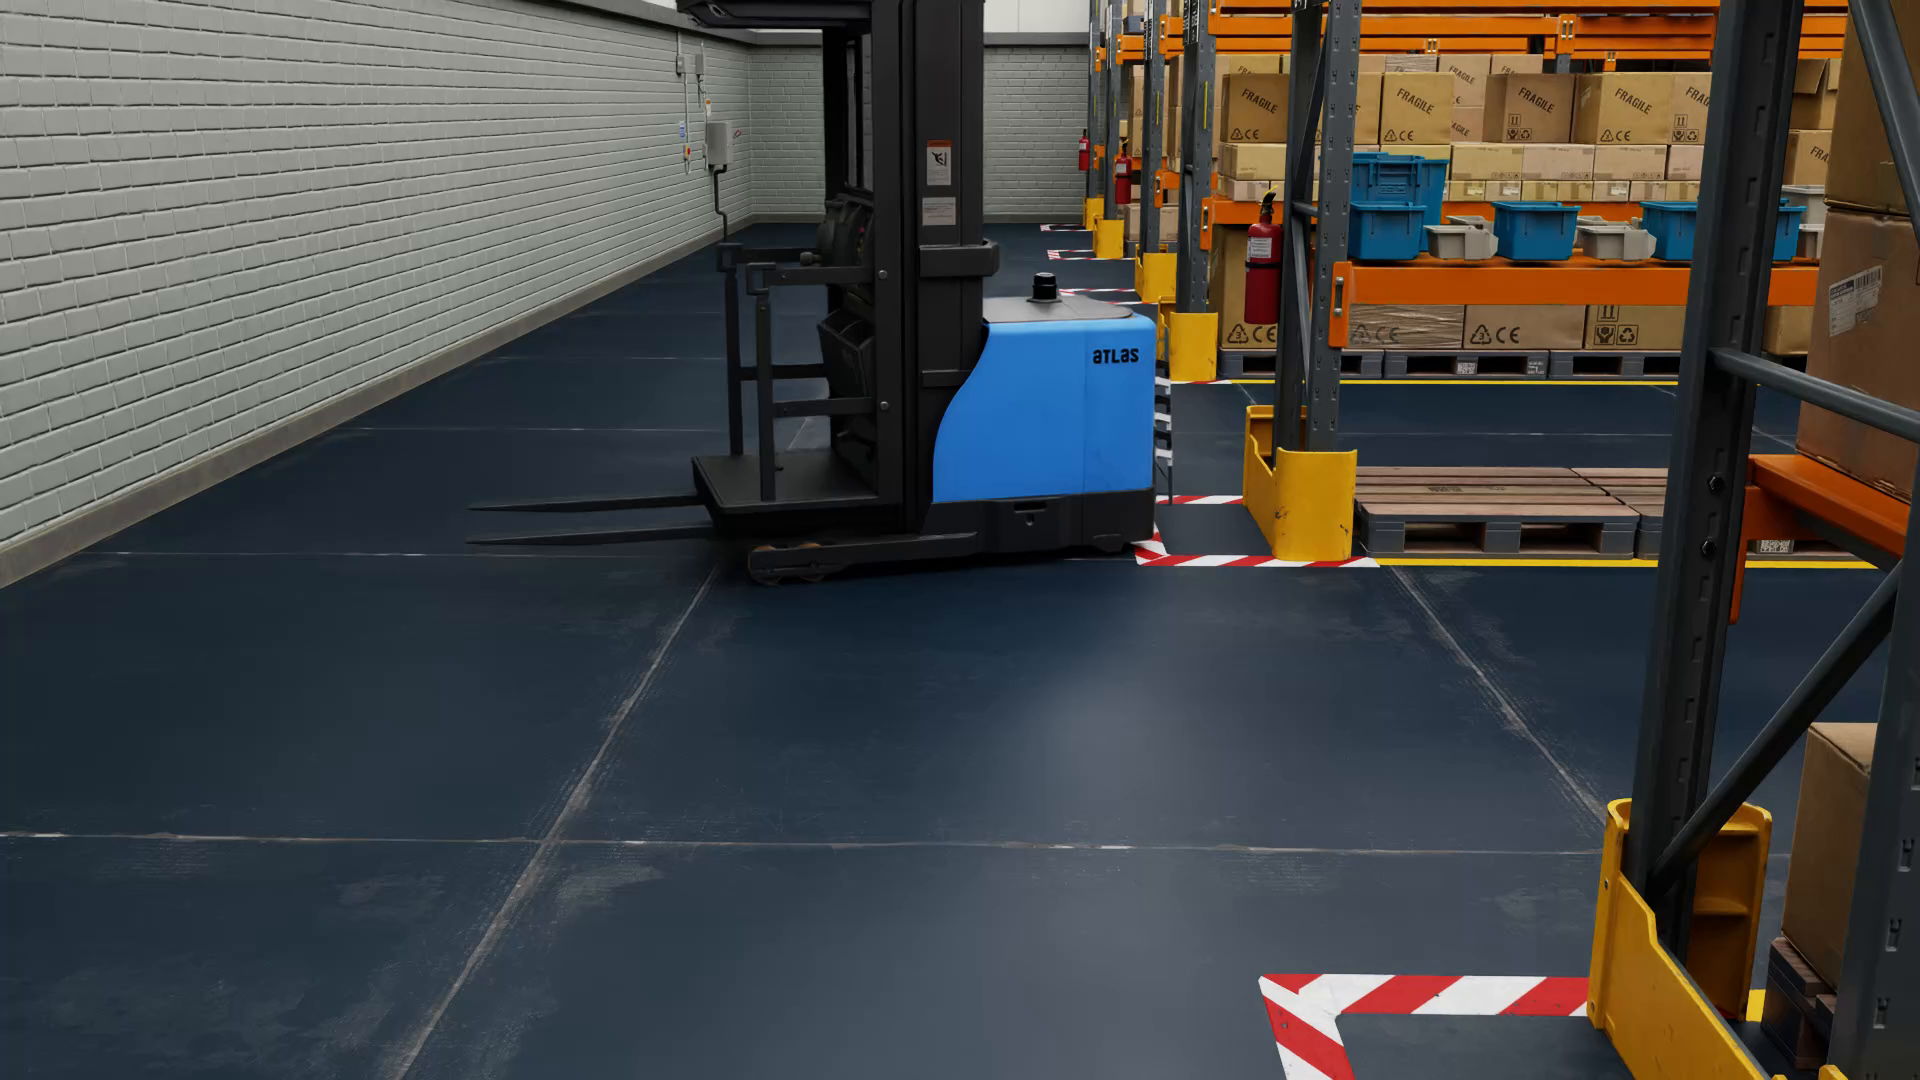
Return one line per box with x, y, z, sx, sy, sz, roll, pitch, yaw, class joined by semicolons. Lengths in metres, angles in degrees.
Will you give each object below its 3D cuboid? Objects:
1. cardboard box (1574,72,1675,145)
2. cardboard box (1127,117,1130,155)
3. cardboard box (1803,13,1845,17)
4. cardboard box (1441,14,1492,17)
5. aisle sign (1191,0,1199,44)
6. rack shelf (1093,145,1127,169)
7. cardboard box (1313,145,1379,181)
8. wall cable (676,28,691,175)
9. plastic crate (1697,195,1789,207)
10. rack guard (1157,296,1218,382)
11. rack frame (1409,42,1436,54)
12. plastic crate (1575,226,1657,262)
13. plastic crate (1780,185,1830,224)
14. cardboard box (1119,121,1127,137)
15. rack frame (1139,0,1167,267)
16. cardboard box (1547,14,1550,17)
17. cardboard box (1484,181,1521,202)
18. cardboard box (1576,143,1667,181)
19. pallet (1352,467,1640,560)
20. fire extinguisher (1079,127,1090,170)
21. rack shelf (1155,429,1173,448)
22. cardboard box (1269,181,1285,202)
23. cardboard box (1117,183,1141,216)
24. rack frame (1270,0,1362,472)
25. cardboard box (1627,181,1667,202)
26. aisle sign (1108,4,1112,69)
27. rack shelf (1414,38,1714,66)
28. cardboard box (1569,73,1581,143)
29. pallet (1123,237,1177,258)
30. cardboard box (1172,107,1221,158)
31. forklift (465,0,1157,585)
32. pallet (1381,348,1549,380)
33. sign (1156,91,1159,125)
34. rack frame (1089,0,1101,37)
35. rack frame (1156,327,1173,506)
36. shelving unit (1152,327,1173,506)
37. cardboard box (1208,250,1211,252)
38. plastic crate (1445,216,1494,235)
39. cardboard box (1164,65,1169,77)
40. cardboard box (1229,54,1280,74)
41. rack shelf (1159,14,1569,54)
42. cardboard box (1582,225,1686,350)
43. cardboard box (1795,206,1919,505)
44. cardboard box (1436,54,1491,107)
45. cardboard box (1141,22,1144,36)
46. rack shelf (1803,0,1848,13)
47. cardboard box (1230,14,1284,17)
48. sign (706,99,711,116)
4.791;-3.115;12.009;0.500;0.500;0.500;1;15;2;cardboard box
2.502;-5.408;22.264;0.500;0.500;0.500;0;15;2;cardboard box
8.408;-5.422;16.437;0.500;0.500;0.500;0;15;1;cardboard box
4.990;-5.325;16.558;0.500;0.250;0.500;0;15;1;cardboard box
1.680;-3.949;11.834;0.004;0.787;0.394;0;15;1;aisle sign
4.135;-6.201;26.873;4.000;0.370;1.077;0;15;1;rack shelf
2.752;-2.766;12.155;0.500;0.250;0.500;0;15;1;cardboard box
-3.625;-5.833;22.015;0.123;1.953;0.585;0;15;1;wall cable
3.693;-1.505;7.877;0.300;0.233;0.416;0;15;1;plastic crate
1.736;-1.560;12.773;0.348;0.500;1.175;0;15;1;rack guard
6.012;-5.270;21.934;0.127;3.000;1.000;0;15;1;rack frame
2.868;-1.294;7.263;0.298;0.136;0.250;0;15;1;plastic crate
4.110;-1.508;7.790;0.530;0.282;0.437;0;15;1;plastic crate
2.583;-6.561;26.540;0.500;0.250;0.500;0;15;2;cardboard box
1.987;-4.033;17.245;0.127;3.000;1.000;0;15;1;rack frame
9.255;-8.168;25.969;0.250;0.149;0.380;0;15;0;cardboard box
3.906;-2.550;12.116;0.250;0.149;0.380;1;15;2;cardboard box
4.793;-2.752;12.103;0.500;0.250;0.500;1;15;3;cardboard box
2.457;-0.142;7.964;1.213;0.211;1.003;0;15;1;pallet
1.977;-6.227;26.445;0.183;0.674;0.296;0;15;1;fire extinguisher
0.904;-0.497;8.306;0.258;0.077;0.200;-3;-4;30;rack shelf
2.363;-2.559;12.153;0.250;0.149;0.380;0;15;1;cardboard box
2.745;-5.529;26.989;0.637;0.503;0.797;0;15;-1;cardboard box
1.633;-1.505;7.666;0.127;3.000;1.000;0;15;1;rack frame
4.931;-2.543;12.090;0.250;0.149;0.380;0;15;0;cardboard box
1.933;-6.479;21.422;0.004;0.787;0.394;0;15;1;aisle sign
8.011;-6.359;21.593;4.000;0.370;1.077;0;15;1;rack shelf
4.794;-3.250;12.519;0.500;0.500;0.500;0;15;1;cardboard box
2.814;-3.962;22.444;1.213;0.211;1.003;0;15;1;pallet
2.429;-4.152;16.916;0.500;0.500;0.500;1;15;4;cardboard box
-0.687;-1.376;7.309;3.031;2.935;1.130;-4;15;-15;forklift
3.778;-1.426;12.832;1.213;0.211;1.003;0;15;1;pallet
1.974;-4.313;16.610;0.005;0.325;0.100;0;15;1;sign
2.136;-9.462;26.065;0.127;3.000;1.000;0;15;1;rack frame
0.952;-0.616;8.402;0.240;0.900;0.006;-3;-4;30;rack frame
0.901;-0.620;8.314;0.258;0.900;0.210;-3;-4;30;shelving unit
2.503;-3.055;17.138;0.250;0.149;0.380;0;15;-1;cardboard box
2.453;-1.448;7.847;0.243;0.136;0.396;0;15;1;plastic crate
2.624;-6.085;21.595;0.250;0.149;0.380;1;15;3;cardboard box
2.934;-4.636;16.793;0.500;0.500;0.500;1;15;3;cardboard box
3.987;-5.122;16.905;4.000;0.370;1.077;0;15;1;rack shelf
5.101;-1.943;12.666;0.875;0.875;0.875;0;15;1;cardboard box
1.958;-0.357;3.117;0.500;0.500;0.500;1;15;3;cardboard box
4.992;-4.618;16.726;0.500;0.500;0.500;0;15;0;cardboard box
3.081;-8.013;26.161;0.500;0.250;0.500;1;15;2;cardboard box
7.758;-3.832;12.014;4.000;0.370;1.077;0;15;1;rack shelf
2.956;-5.338;16.606;0.500;0.250;0.500;1;15;3;cardboard box
-3.634;-6.248;24.022;0.001;0.242;0.339;0;15;1;sign
